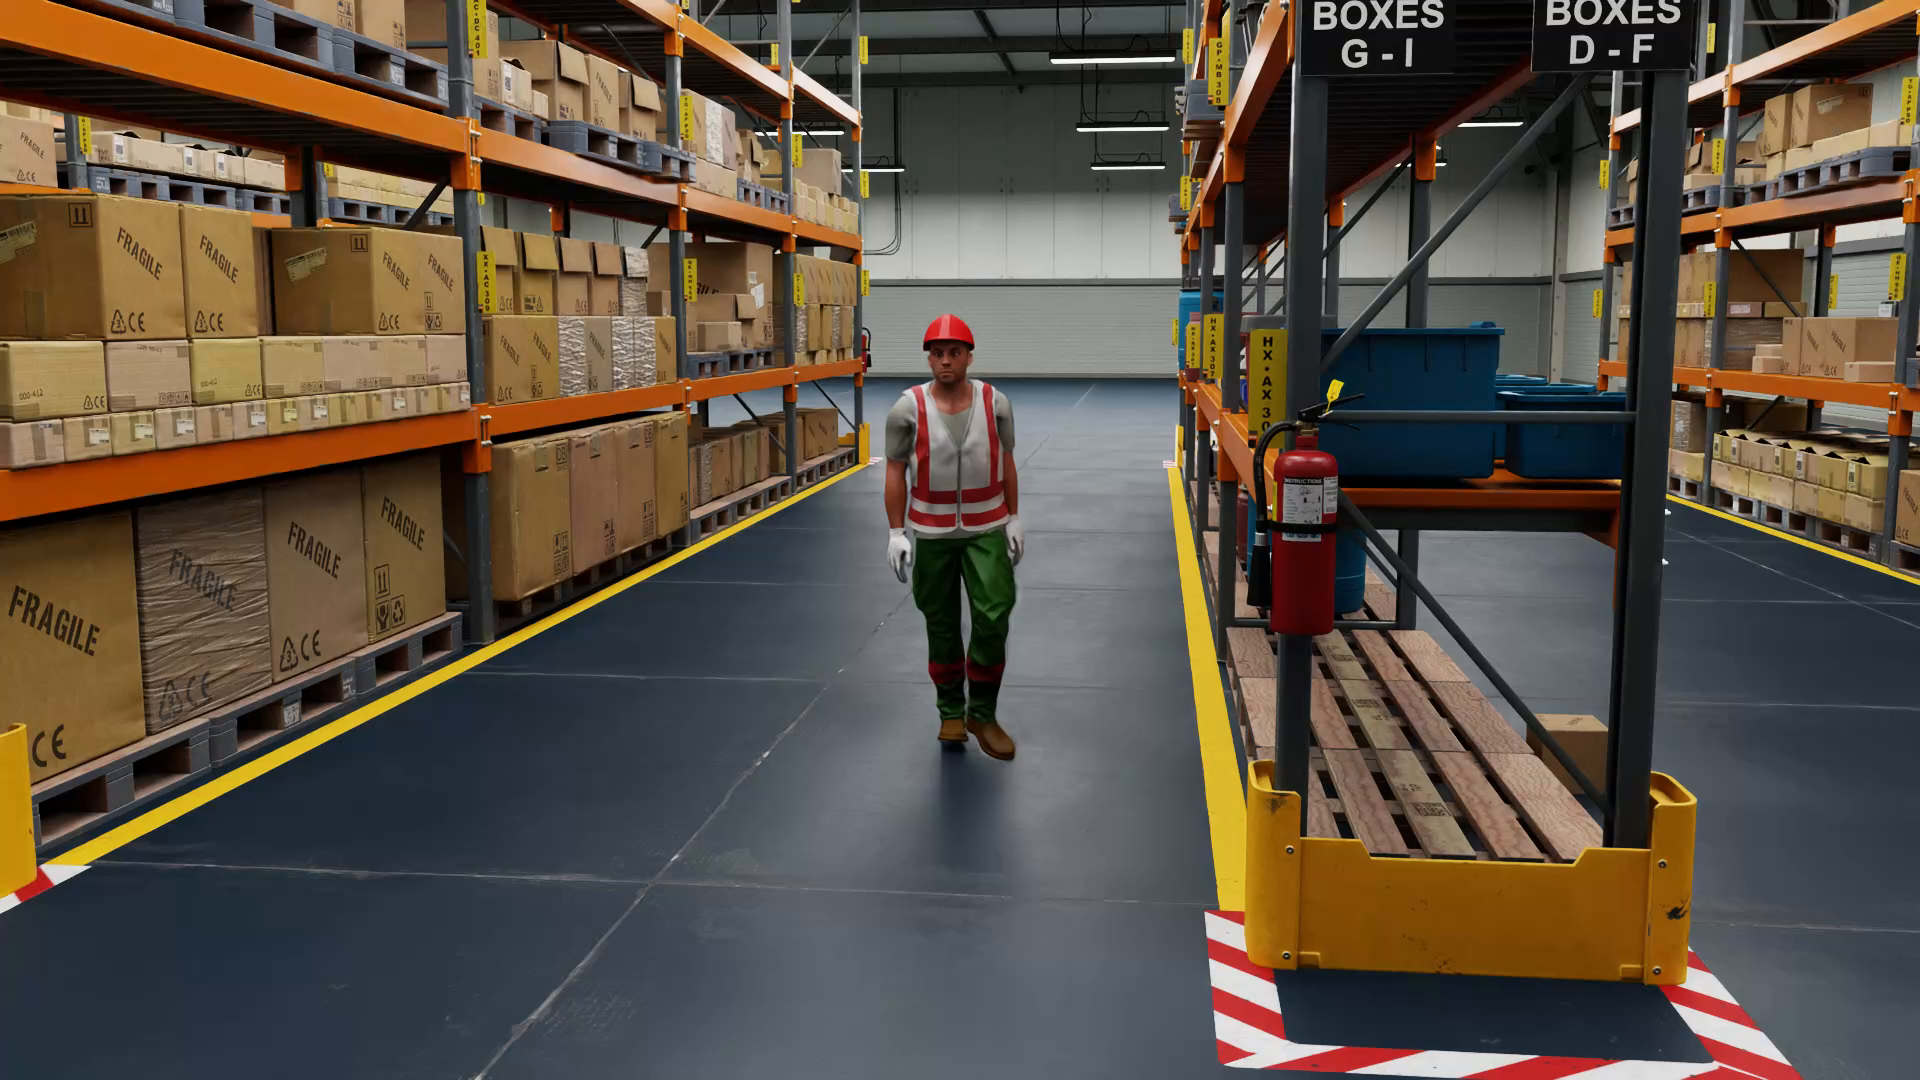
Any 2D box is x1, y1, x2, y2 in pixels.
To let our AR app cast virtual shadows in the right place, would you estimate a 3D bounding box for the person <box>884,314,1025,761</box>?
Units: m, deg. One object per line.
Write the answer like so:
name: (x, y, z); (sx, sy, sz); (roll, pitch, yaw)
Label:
person: (-0.017, -0.017, 6.751); (0.579, 1.784, 0.534); (0, 7, -2)
